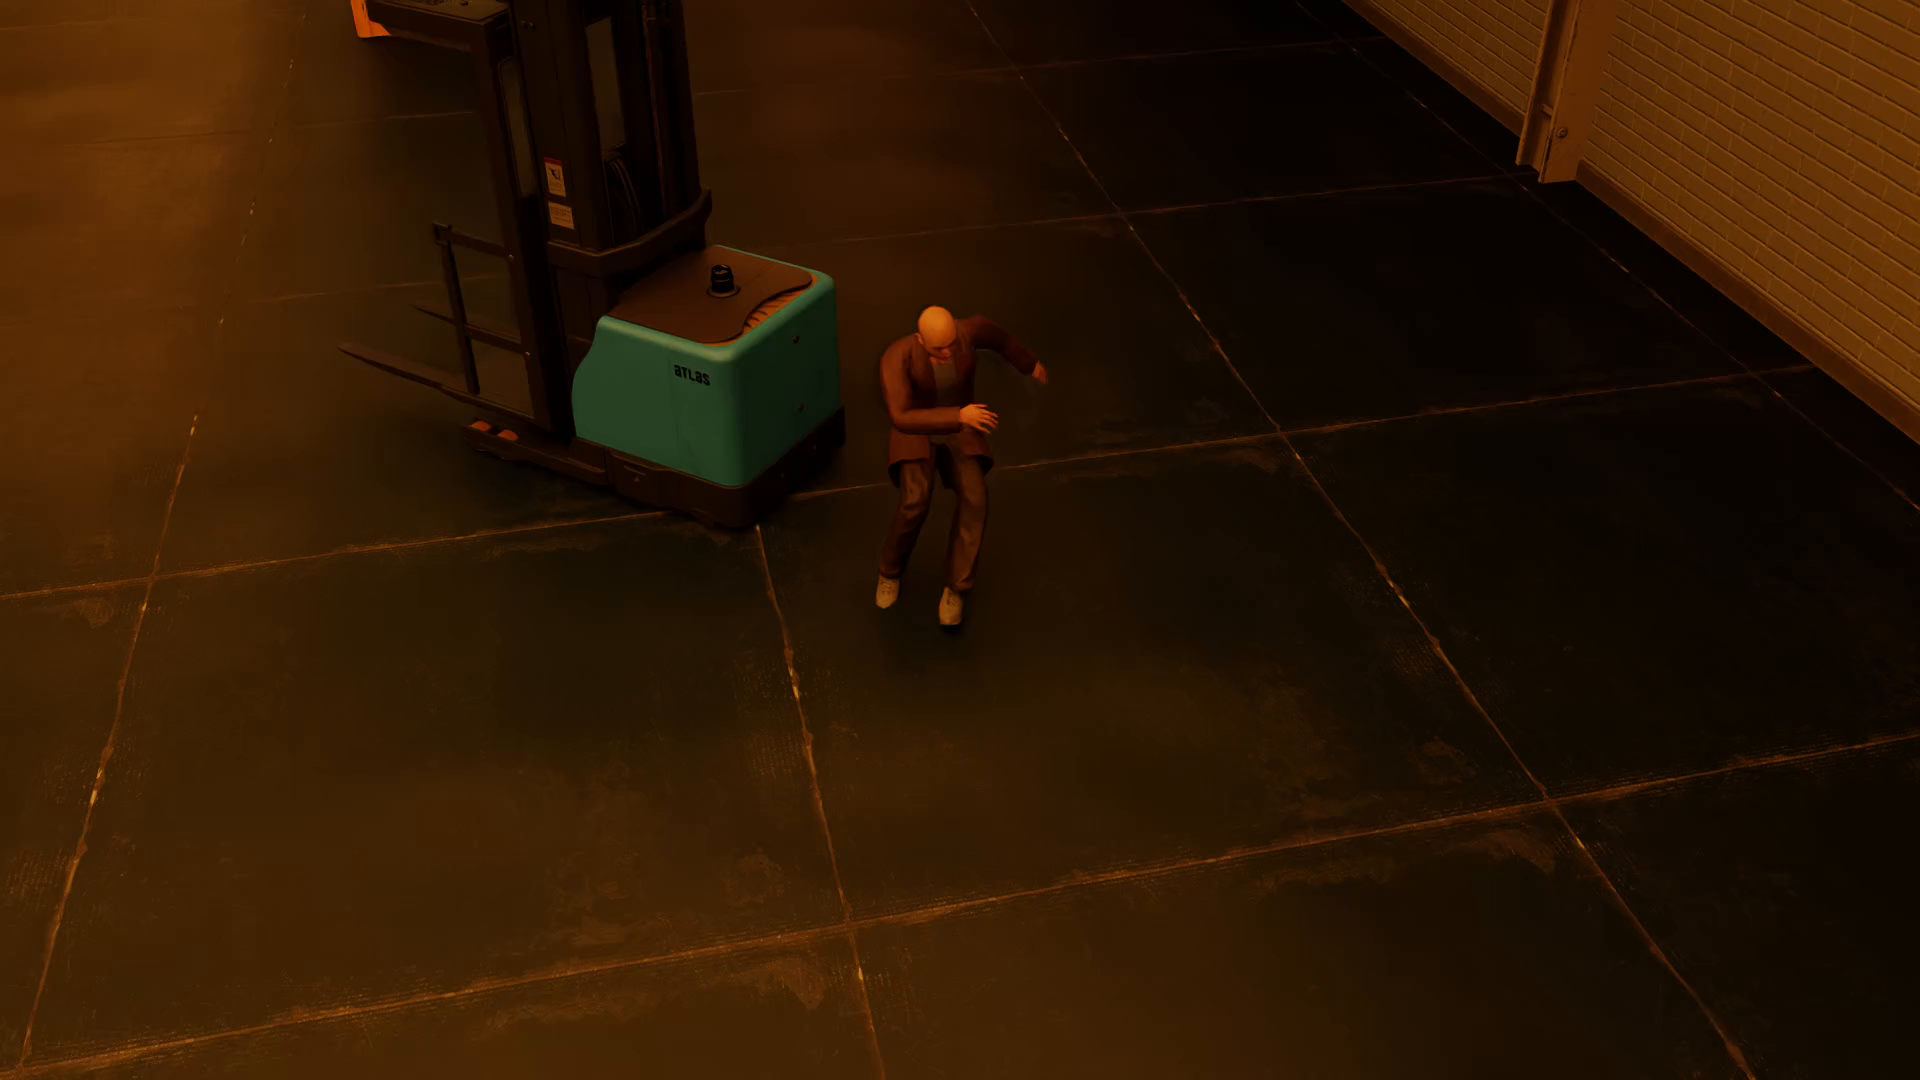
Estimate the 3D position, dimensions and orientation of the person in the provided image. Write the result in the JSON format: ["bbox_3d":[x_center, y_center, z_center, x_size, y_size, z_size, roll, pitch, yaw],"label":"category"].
[{"bbox_3d":[0.058,-0.435,7.974,1.111,1.503,1.004,-11,37,-15],"label":"person"}]

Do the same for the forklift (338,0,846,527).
[{"bbox_3d":[-2.171,-1.876,8.657,3.031,2.935,1.130,18,40,24],"label":"forklift"}]
